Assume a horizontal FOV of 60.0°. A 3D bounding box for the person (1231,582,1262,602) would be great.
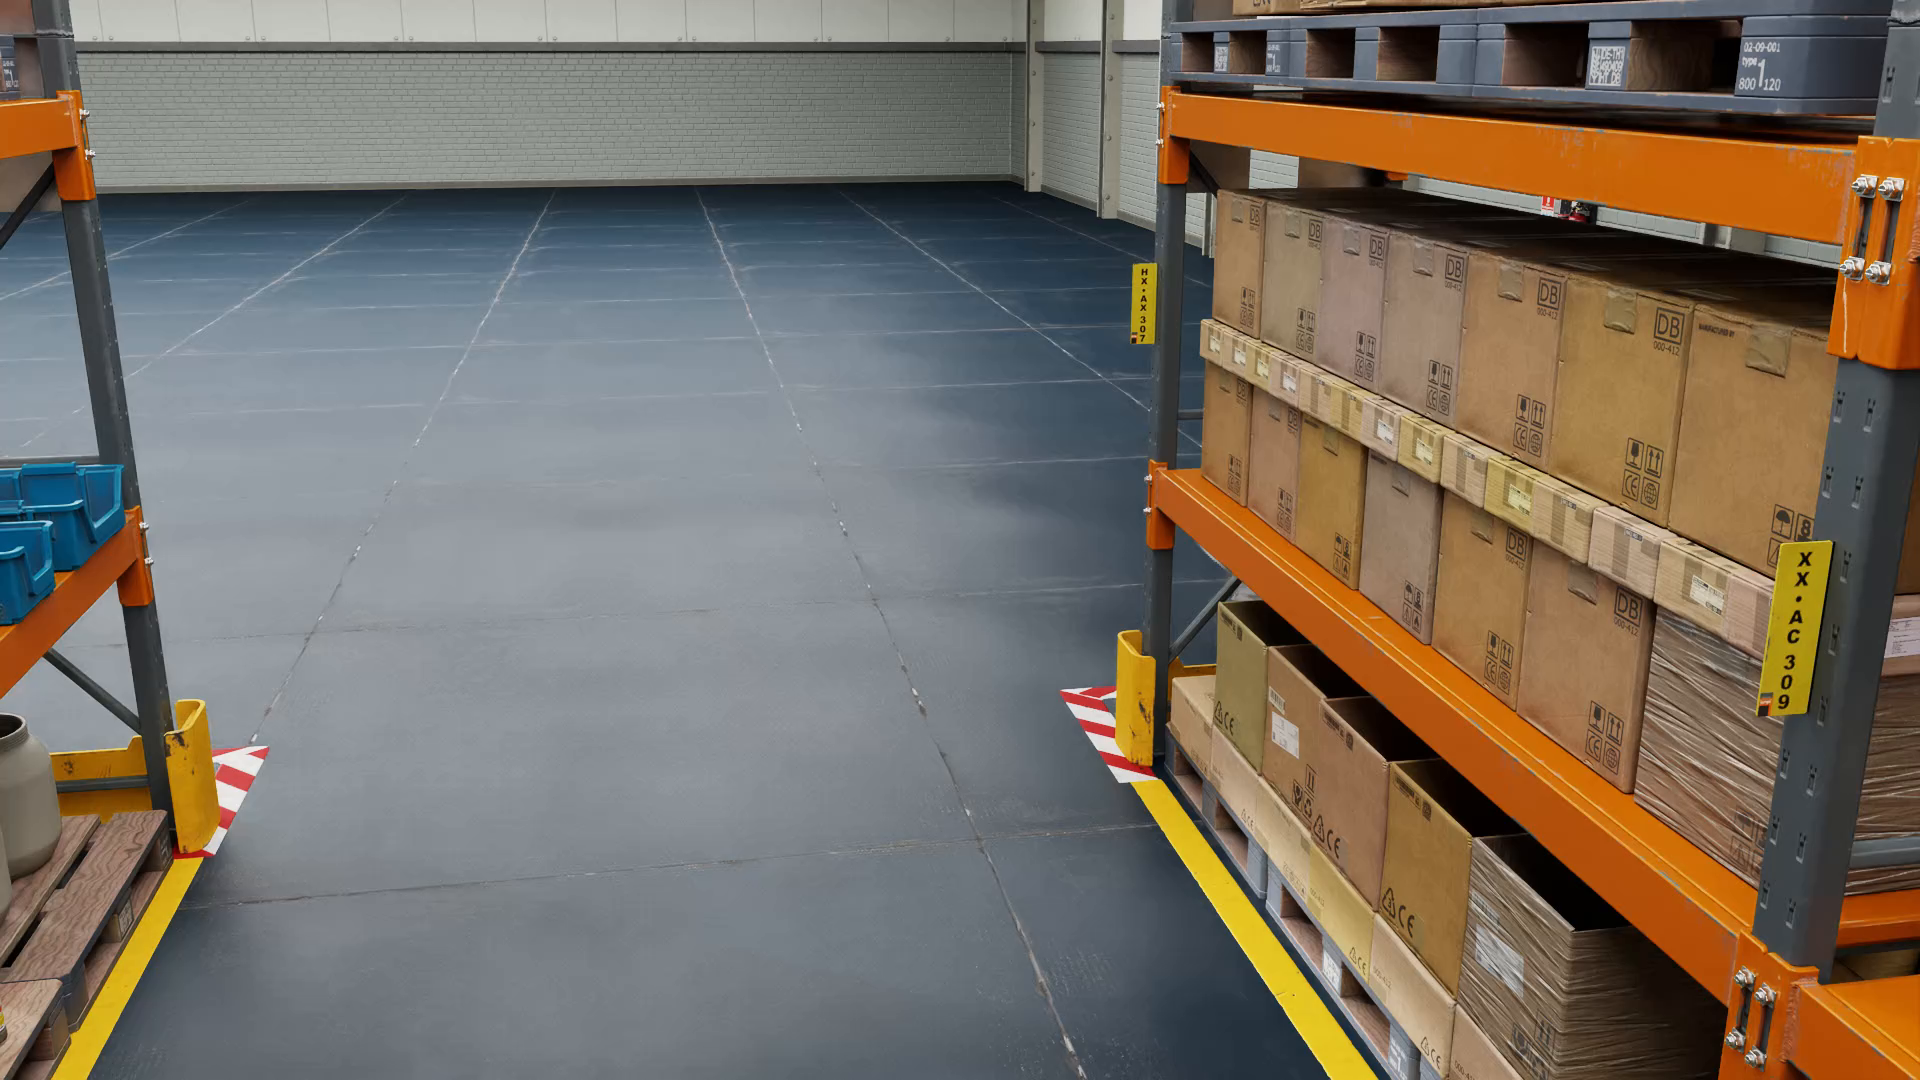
[{"bbox_3d":[1.537,-0.208,8.223,0.521,1.682,0.416,-1,17,-4],"label":"person"}]
